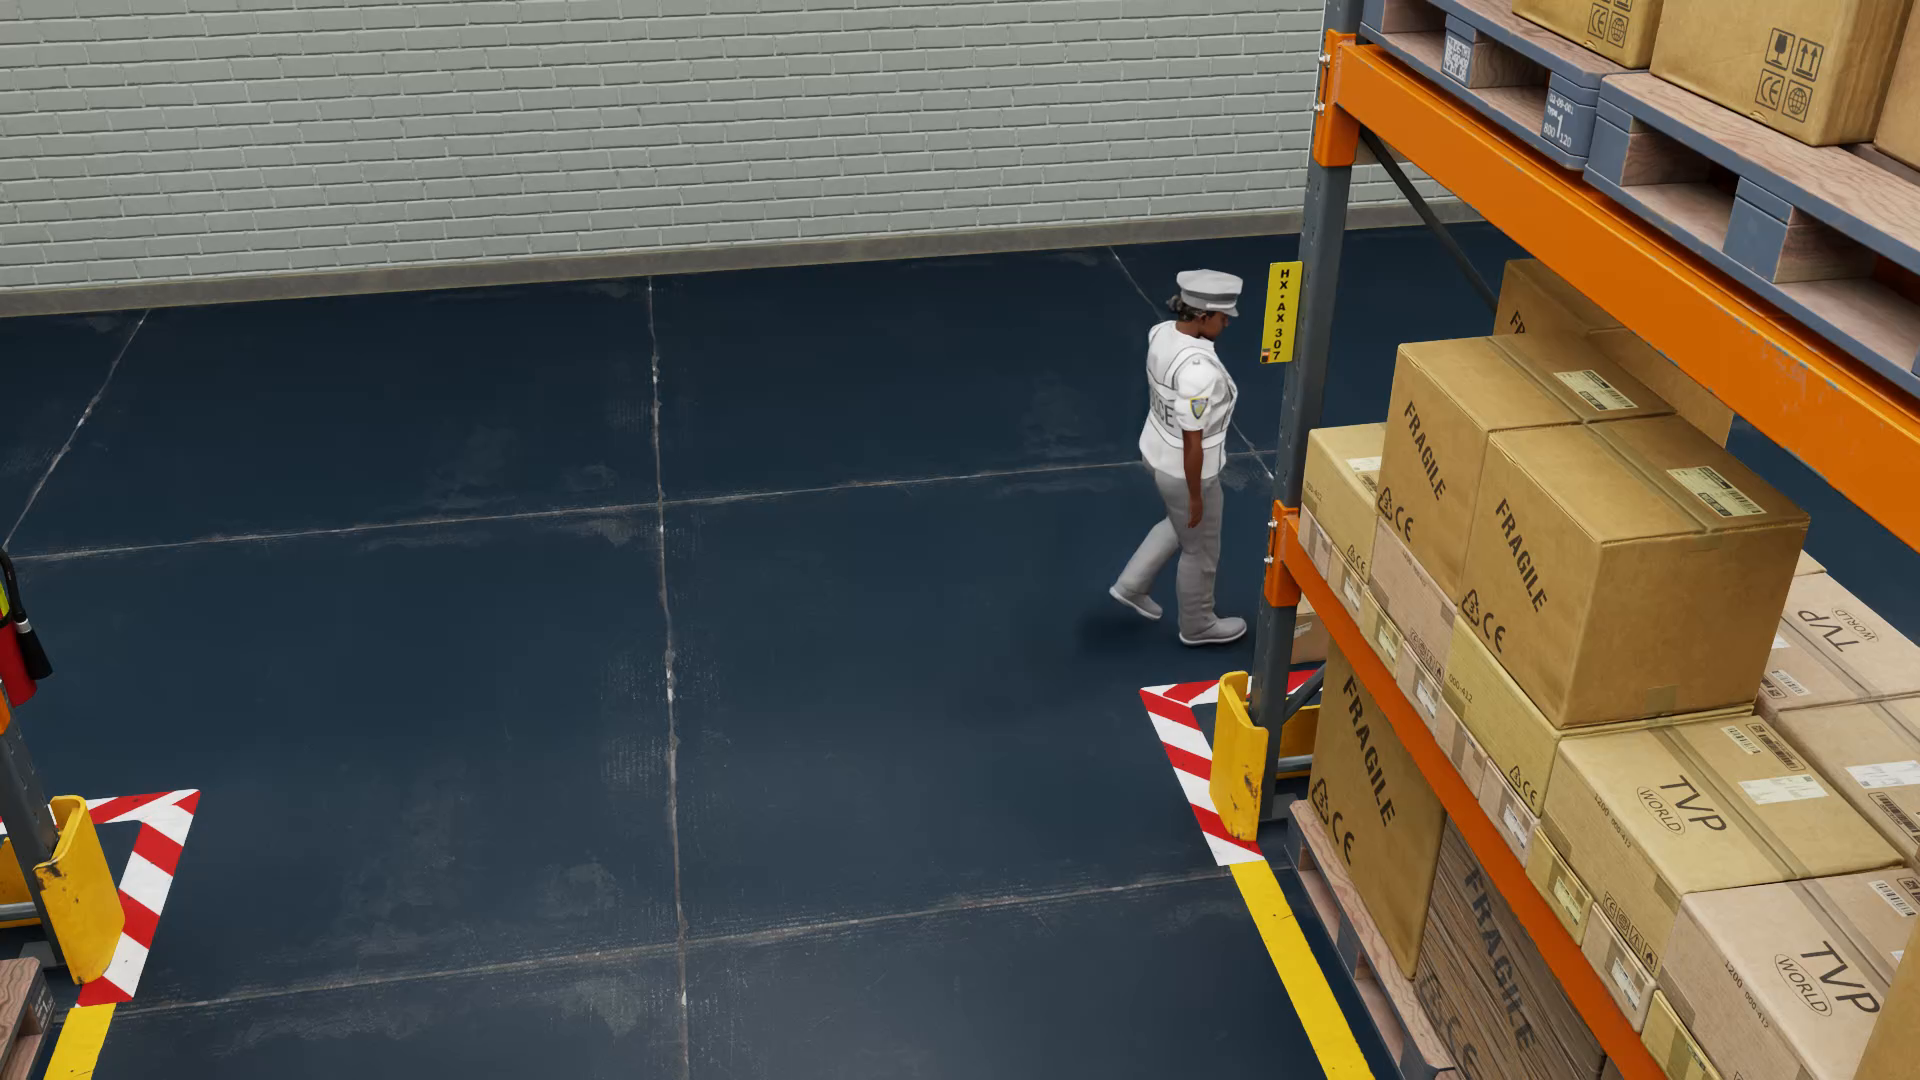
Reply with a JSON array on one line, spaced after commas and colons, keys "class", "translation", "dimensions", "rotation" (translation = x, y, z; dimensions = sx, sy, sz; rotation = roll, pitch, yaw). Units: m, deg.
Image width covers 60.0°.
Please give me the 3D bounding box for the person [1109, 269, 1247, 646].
[{"class": "person", "translation": [0.938, -0.295, 6.585], "dimensions": [0.549, 1.647, 0.477], "rotation": [-7, 32, -12]}]
